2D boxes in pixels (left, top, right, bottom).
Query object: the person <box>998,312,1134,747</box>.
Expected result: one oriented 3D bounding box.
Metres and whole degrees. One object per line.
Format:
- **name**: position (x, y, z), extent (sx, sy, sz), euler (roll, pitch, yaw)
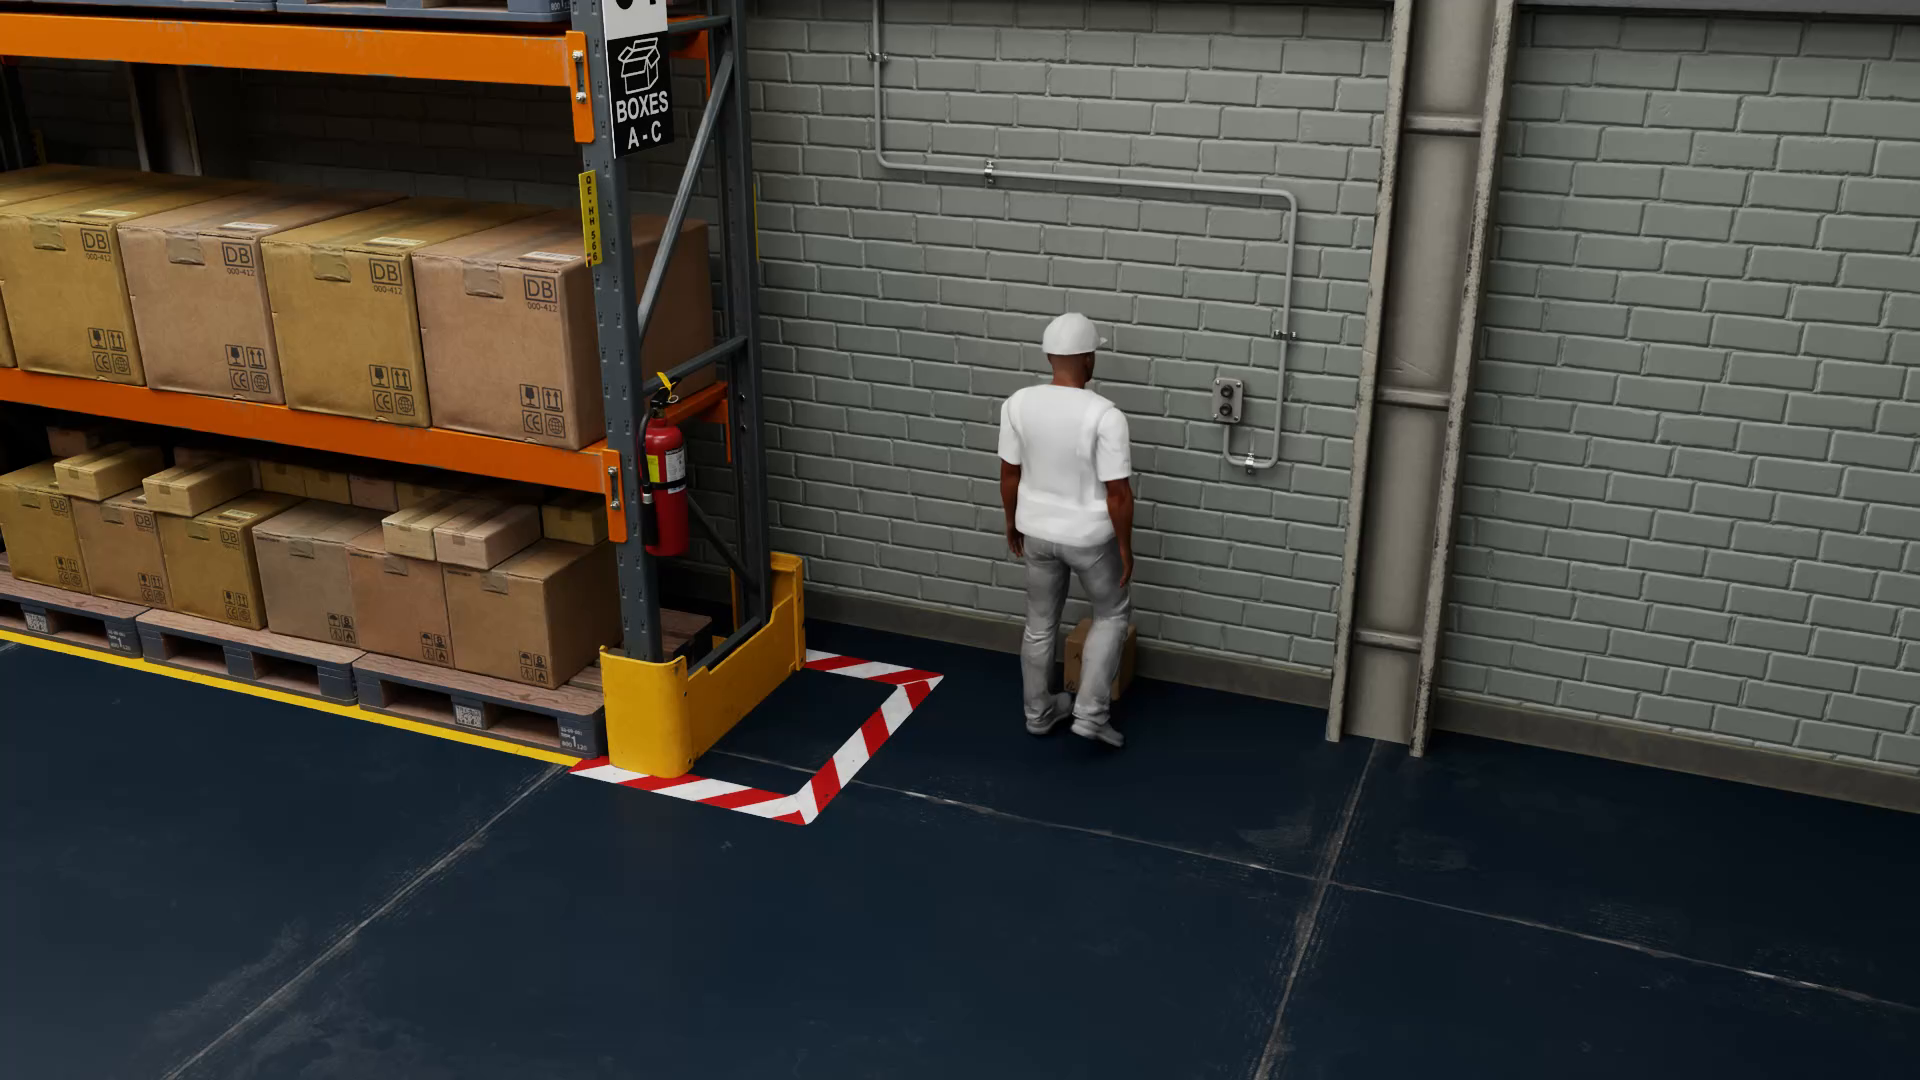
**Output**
- **person**: position (0.434, -0.020, 6.589), extent (0.582, 1.799, 0.397), euler (12, 25, 27)
